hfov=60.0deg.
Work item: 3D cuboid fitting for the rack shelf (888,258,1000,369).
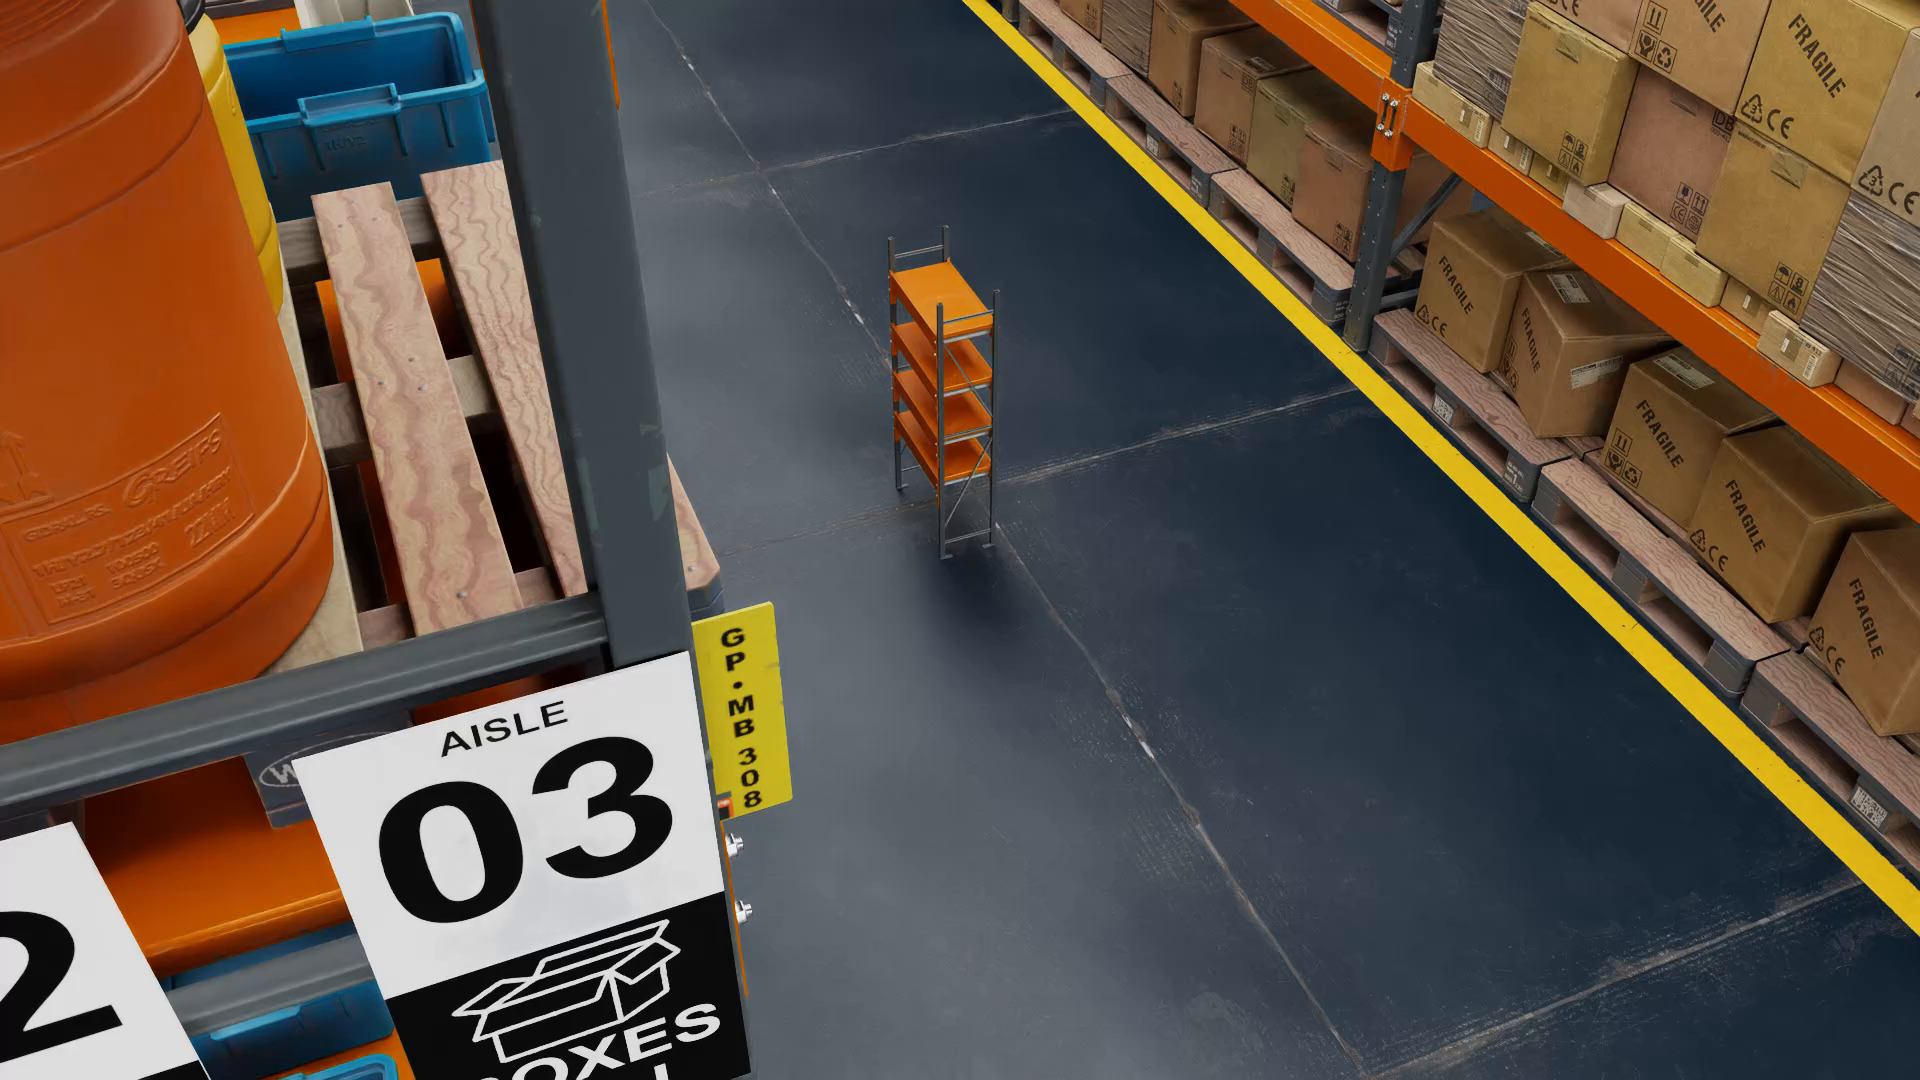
[{"bbox_3d":[-0.063,-0.853,6.219,0.258,0.148,0.480,-15,43,-17],"label":"rack shelf"}]

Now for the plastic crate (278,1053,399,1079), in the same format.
[{"bbox_3d":[-1.228,1.308,3.042,0.499,0.251,0.616,-15,43,-17],"label":"plastic crate"}]

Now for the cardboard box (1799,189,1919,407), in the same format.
[{"bbox_3d":[3.177,-0.829,5.108,0.875,0.500,0.500,-15,43,-17],"label":"cardboard box"}]

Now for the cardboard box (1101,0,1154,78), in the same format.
[{"bbox_3d":[1.253,-3.065,9.594,0.700,0.500,0.500,-19,44,-20],"label":"cardboard box"}]

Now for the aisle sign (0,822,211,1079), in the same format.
[{"bbox_3d":[-1.007,0.611,1.745,0.394,0.787,0.004,-15,43,-17],"label":"aisle sign"}]

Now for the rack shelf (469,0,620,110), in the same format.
[{"bbox_3d":[-1.526,-1.576,2.540,1.077,0.370,4.000,-15,43,-17],"label":"rack shelf"}]

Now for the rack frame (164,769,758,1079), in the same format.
[{"bbox_3d":[-0.761,1.479,2.730,1.000,3.000,0.127,-15,43,-17],"label":"rack frame"}]

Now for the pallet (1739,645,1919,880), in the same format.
[{"bbox_3d":[3.508,0.757,5.708,1.003,0.211,1.213,-15,43,-17],"label":"pallet"}]

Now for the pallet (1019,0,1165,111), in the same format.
[{"bbox_3d":[1.052,-3.047,10.132,1.003,0.211,1.213,-15,43,-17],"label":"pallet"}]

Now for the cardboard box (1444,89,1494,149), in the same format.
[{"bbox_3d":[2.173,-1.713,6.634,0.380,0.149,0.250,-15,43,-17],"label":"cardboard box"}]

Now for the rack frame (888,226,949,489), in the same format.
[{"bbox_3d":[-0.157,-0.702,6.646,0.240,1.200,0.015,-15,43,-17],"label":"rack frame"}]

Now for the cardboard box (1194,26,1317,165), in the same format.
[{"bbox_3d":[1.690,-2.389,8.808,0.700,0.500,0.500,-19,44,-20],"label":"cardboard box"}]

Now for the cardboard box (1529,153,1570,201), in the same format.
[{"bbox_3d":[2.399,-1.421,6.294,0.380,0.149,0.250,-15,43,-17],"label":"cardboard box"}]

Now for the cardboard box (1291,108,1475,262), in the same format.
[{"bbox_3d":[2.070,-1.761,8.076,0.700,0.500,0.500,-18,44,-20],"label":"cardboard box"}]

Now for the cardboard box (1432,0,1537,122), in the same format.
[{"bbox_3d":[2.400,-2.030,6.506,0.875,0.500,0.500,-15,43,-17],"label":"cardboard box"}]

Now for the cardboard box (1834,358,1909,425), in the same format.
[{"bbox_3d":[3.022,-0.531,5.259,0.380,0.149,0.250,-15,43,-17],"label":"cardboard box"}]

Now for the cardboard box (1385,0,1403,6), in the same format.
[{"bbox_3d":[2.110,-3.066,7.233,1.000,1.000,1.000,-15,43,-17],"label":"cardboard box"}]

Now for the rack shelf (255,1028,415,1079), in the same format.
[{"bbox_3d":[-1.526,0.547,4.365,1.077,0.370,4.000,-15,43,-17],"label":"rack shelf"}]

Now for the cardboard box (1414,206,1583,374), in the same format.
[{"bbox_3d":[2.401,-1.127,7.355,0.500,0.500,0.500,-16,43,-18],"label":"cardboard box"}]

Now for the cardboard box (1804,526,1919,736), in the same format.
[{"bbox_3d":[3.332,0.300,5.696,0.500,0.500,0.500,-5,41,-6],"label":"cardboard box"}]

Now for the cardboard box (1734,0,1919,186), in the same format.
[{"bbox_3d":[2.807,-1.461,5.077,0.500,0.500,0.500,-15,43,-17],"label":"cardboard box"}]

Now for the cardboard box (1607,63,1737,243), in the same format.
[{"bbox_3d":[2.843,-1.444,5.824,0.875,0.500,0.500,-15,43,-17],"label":"cardboard box"}]

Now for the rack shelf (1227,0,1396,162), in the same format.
[{"bbox_3d":[1.520,-3.098,8.604,1.077,0.370,4.000,-15,43,-17],"label":"rack shelf"}]

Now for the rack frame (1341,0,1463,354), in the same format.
[{"bbox_3d":[2.285,-2.166,6.969,1.000,3.000,0.127,-15,43,-17],"label":"rack frame"}]

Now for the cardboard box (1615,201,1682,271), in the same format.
[{"bbox_3d":[2.590,-1.120,5.944,0.380,0.149,0.250,-15,43,-17],"label":"cardboard box"}]

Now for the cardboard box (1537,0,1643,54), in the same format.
[{"bbox_3d":[2.415,-2.061,5.774,0.500,0.500,0.500,-15,43,-17],"label":"cardboard box"}]

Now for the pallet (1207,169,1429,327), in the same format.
[{"bbox_3d":[1.986,-1.578,8.423,1.003,0.211,1.213,-15,43,-17],"label":"pallet"}]

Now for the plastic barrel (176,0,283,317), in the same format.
[{"bbox_3d":[-1.314,-0.544,2.315,0.600,0.588,0.600,0,41,0],"label":"plastic barrel"}]

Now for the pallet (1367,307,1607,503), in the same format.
[{"bbox_3d":[2.575,-0.713,7.418,1.003,0.211,1.213,-15,43,-17],"label":"pallet"}]

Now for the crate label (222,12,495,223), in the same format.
[{"bbox_3d":[-1.171,-0.812,3.207,0.502,0.251,0.408,-15,43,-17],"label":"crate label"}]

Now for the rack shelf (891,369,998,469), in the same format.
[{"bbox_3d":[-0.063,-0.504,6.519,0.258,0.148,0.480,-15,43,-17],"label":"rack shelf"}]

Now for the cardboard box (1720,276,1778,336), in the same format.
[{"bbox_3d":[2.813,-0.827,5.604,0.380,0.149,0.250,-15,43,-17],"label":"cardboard box"}]

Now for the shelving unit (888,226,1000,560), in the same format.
[{"bbox_3d":[-0.063,-0.555,6.475,0.258,1.200,0.503,-15,43,-17],"label":"shelving unit"}]

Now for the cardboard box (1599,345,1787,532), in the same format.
[{"bbox_3d":[2.937,-0.429,6.544,0.500,0.500,0.500,-19,44,-21],"label":"cardboard box"}]
